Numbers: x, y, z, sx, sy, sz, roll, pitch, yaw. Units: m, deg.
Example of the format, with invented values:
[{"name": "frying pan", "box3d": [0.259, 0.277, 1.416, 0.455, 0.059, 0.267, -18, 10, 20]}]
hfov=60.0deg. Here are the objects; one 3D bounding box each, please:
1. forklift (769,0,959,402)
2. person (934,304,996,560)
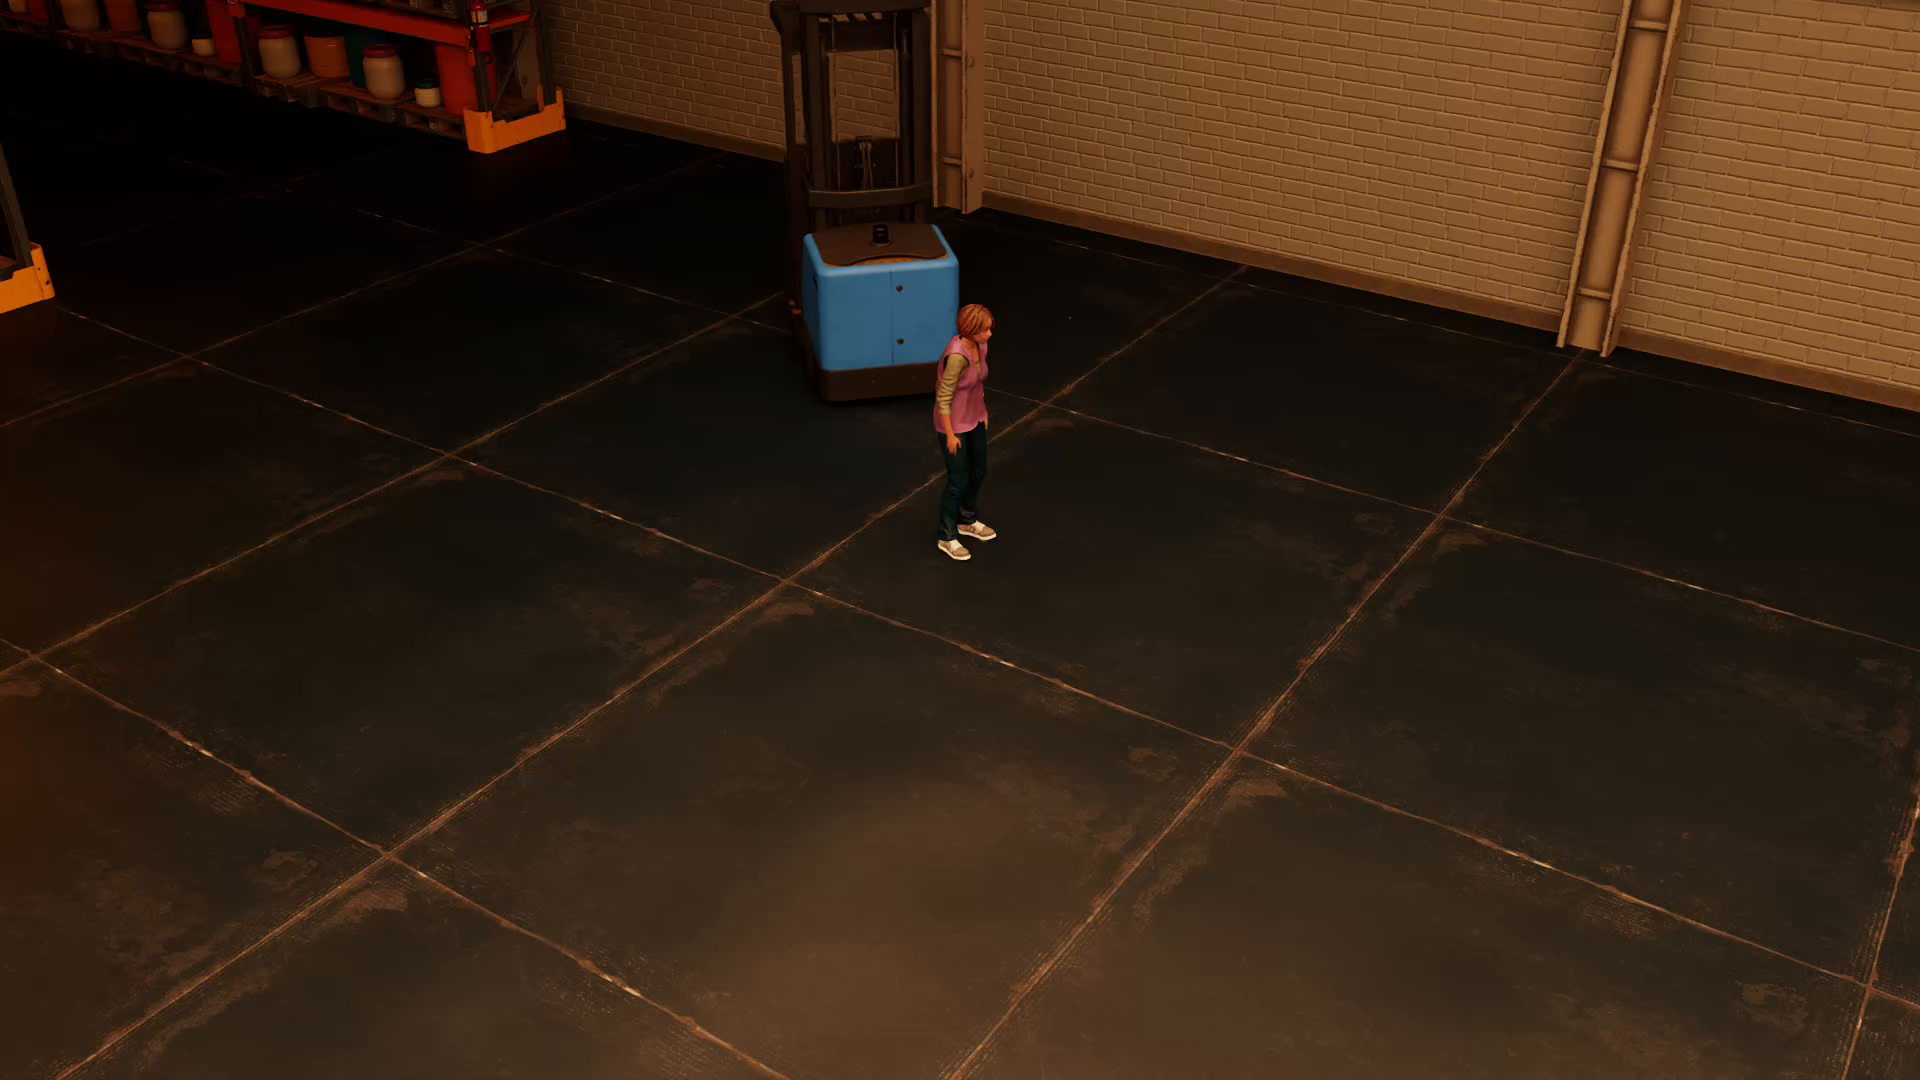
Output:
[{"name": "forklift", "box3d": [-0.811, -2.999, 12.746, 1.130, 2.935, 3.031, -6, 31, -11]}, {"name": "person", "box3d": [0.023, -0.686, 10.098, 0.345, 1.591, 0.481, 16, 34, 26]}]
